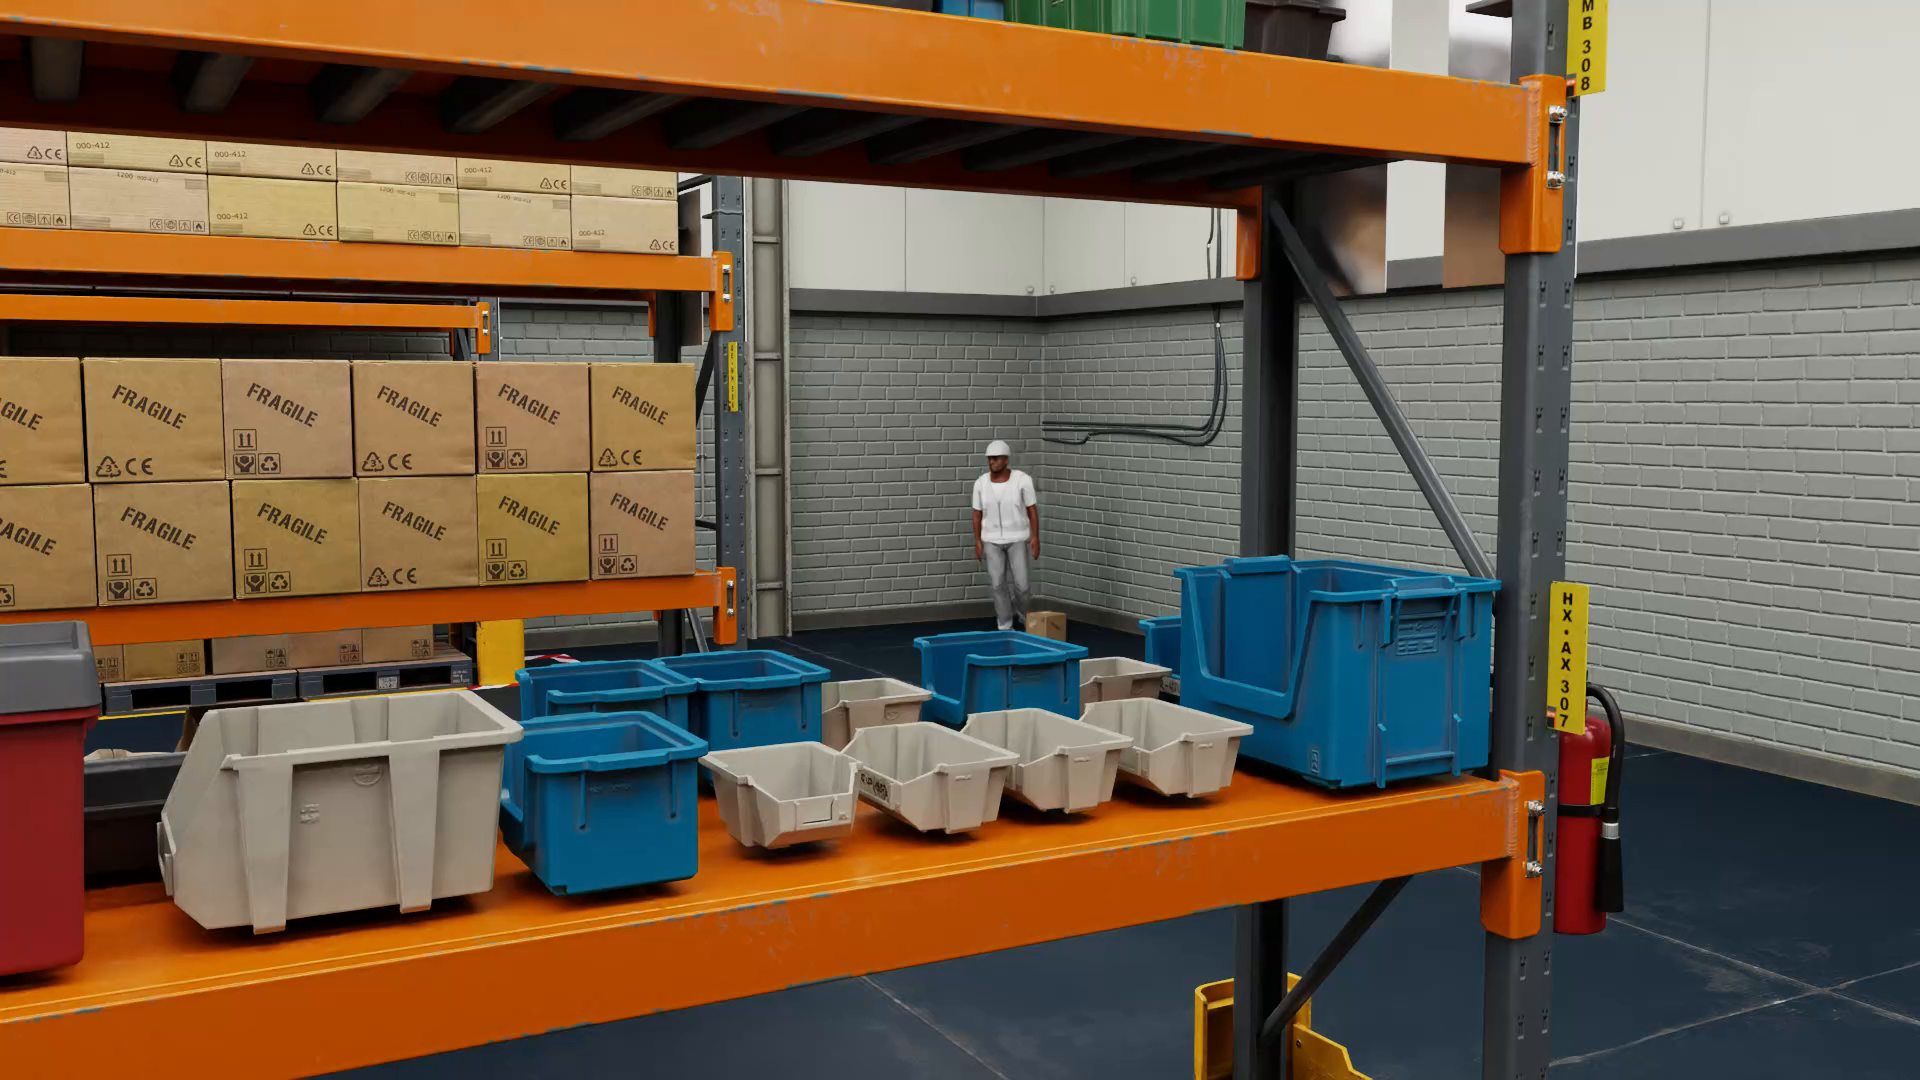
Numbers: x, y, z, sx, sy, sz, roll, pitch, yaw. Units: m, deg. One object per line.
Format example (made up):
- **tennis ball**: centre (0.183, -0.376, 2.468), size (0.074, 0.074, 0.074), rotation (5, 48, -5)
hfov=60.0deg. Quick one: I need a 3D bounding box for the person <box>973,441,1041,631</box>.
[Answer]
- **person**: centre (0.412, 0.008, 14.546), size (0.609, 1.759, 0.579), rotation (1, 5, 15)
